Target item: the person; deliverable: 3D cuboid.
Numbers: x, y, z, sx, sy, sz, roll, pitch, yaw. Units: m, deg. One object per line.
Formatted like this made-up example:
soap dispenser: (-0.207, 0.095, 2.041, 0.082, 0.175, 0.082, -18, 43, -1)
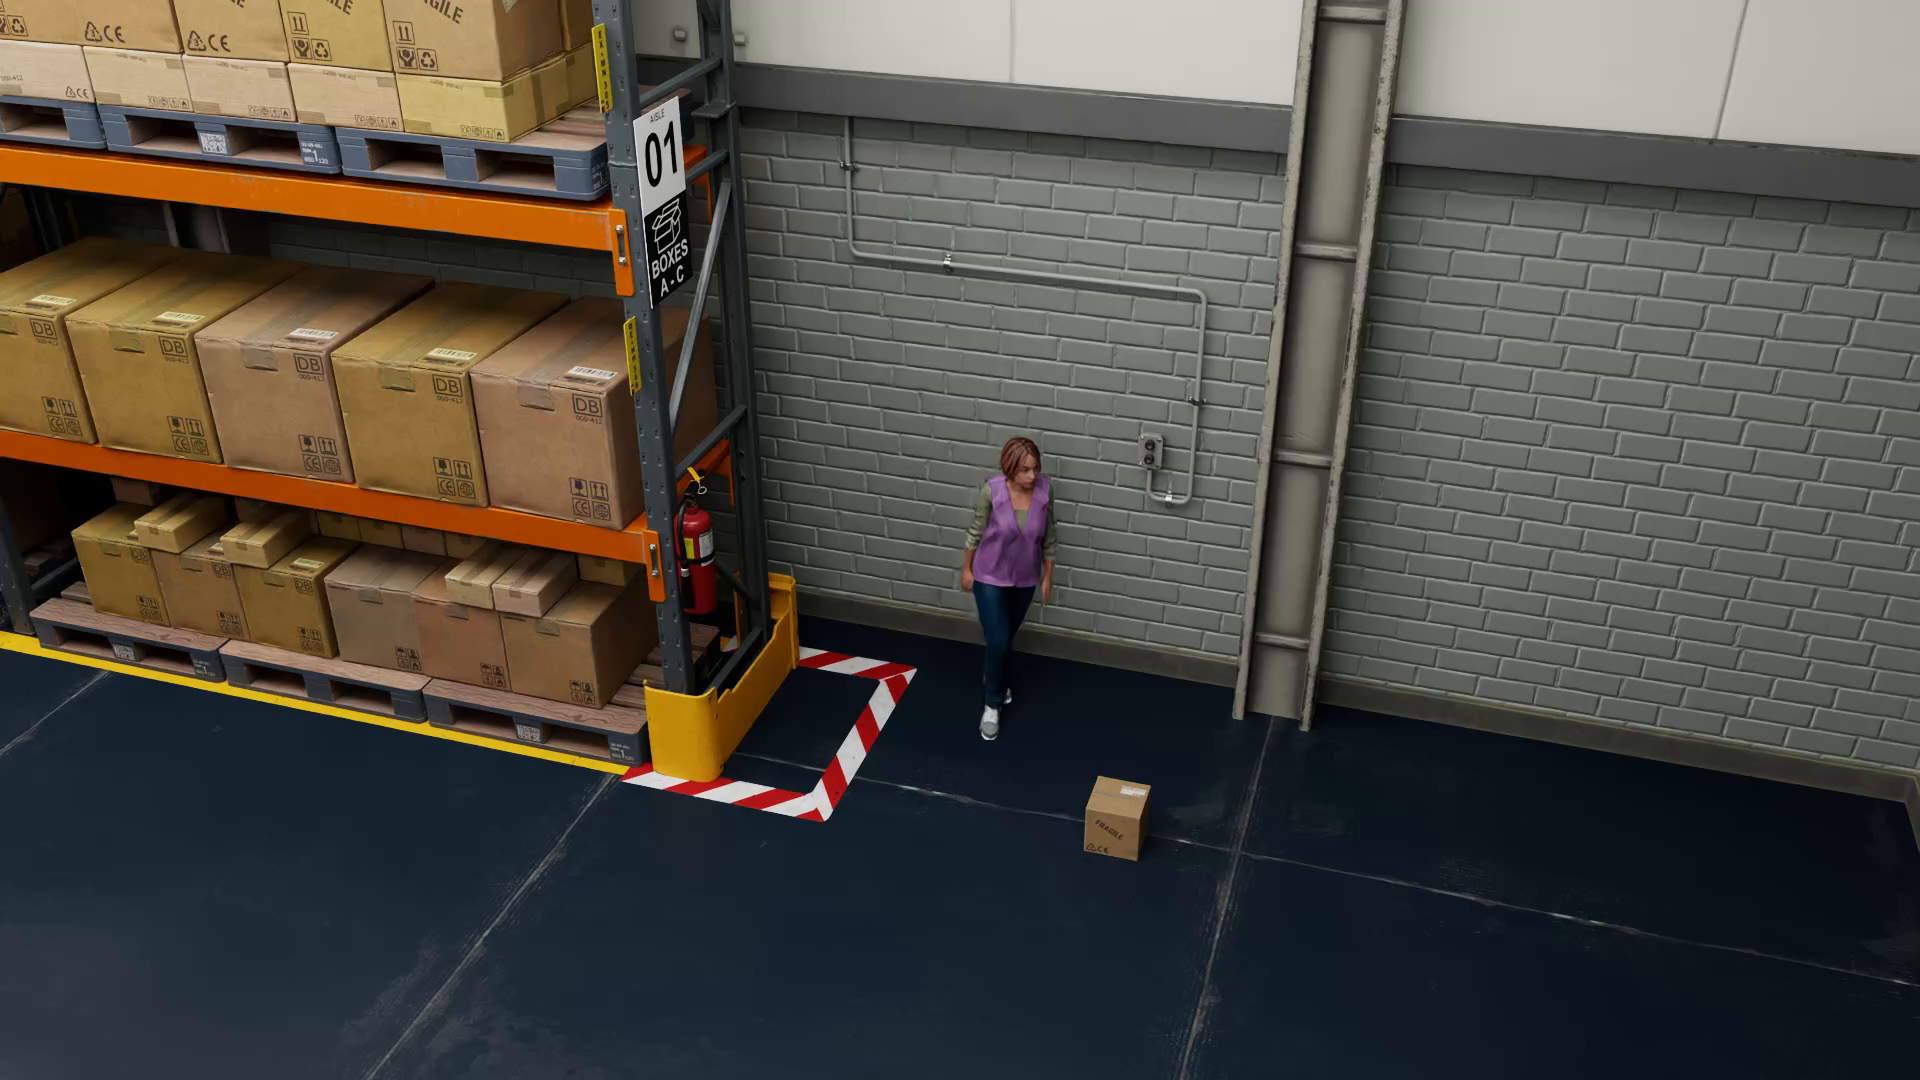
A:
person: (0.235, 0.173, 8.199, 0.441, 1.607, 0.512, -10, 31, -17)
